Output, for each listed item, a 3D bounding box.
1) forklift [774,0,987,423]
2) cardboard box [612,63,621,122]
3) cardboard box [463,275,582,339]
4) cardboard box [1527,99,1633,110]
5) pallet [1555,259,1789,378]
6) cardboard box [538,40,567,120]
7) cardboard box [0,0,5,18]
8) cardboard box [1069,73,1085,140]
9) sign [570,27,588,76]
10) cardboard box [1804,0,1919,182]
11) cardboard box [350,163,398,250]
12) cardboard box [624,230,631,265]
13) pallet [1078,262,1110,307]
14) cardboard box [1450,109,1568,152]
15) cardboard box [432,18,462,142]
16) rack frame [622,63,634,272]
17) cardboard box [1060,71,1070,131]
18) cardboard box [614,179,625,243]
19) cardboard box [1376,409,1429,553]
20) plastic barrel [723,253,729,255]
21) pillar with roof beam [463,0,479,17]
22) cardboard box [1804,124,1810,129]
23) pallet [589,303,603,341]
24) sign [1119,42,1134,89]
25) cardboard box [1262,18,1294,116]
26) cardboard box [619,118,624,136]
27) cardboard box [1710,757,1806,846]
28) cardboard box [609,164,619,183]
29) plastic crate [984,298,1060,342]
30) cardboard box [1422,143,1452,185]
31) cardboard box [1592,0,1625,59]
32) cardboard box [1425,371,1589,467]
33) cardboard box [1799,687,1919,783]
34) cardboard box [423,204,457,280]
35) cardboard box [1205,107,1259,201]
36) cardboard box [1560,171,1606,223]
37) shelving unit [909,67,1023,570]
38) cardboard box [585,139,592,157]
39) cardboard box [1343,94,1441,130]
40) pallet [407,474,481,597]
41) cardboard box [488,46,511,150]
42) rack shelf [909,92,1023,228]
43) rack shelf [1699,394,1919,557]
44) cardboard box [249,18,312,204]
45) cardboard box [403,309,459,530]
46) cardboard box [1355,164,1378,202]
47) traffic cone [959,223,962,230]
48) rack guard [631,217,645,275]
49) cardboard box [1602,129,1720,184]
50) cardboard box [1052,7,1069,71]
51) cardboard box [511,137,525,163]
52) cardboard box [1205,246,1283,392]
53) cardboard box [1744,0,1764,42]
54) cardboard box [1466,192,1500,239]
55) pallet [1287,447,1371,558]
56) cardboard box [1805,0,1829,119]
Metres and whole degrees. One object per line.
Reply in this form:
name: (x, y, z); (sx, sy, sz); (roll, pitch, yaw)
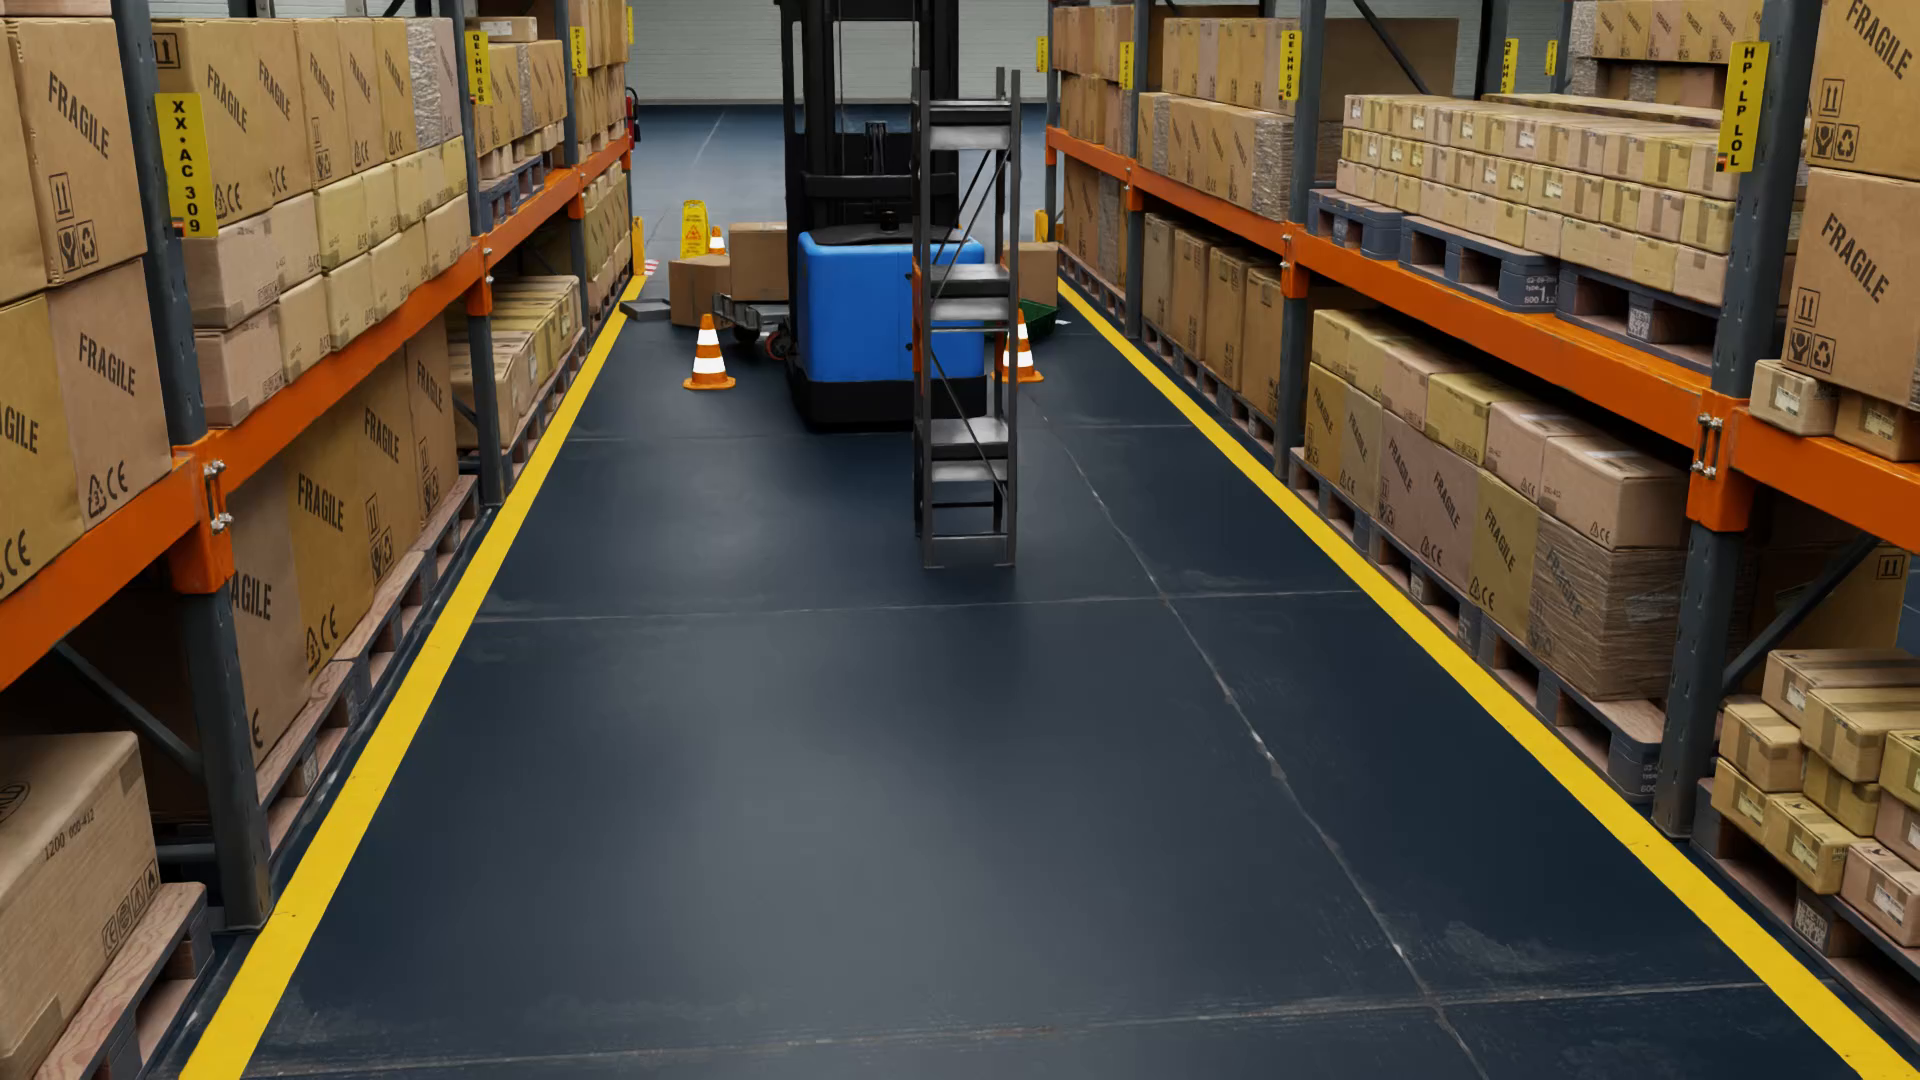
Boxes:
forklift: (-0.592, -2.471, 10.655); (1.130, 2.935, 3.031); (-3, 18, -9)
cardboard box: (-3.204, -3.861, 14.304); (0.500, 0.500, 0.500); (-2, 18, -6)
cardboard box: (-3.112, -1.573, 11.365); (0.950, 0.372, 0.625); (-2, 17, -5)
cardboard box: (2.714, -1.853, 7.297); (0.380, 0.149, 0.250); (-1, 17, -4)
pallet: (2.636, -0.723, 5.291); (1.003, 0.211, 1.213); (-2, 18, -6)
cardboard box: (-2.893, -3.042, 10.993); (0.500, 0.500, 0.500); (-2, 18, -7)
cardboard box: (-2.076, -1.069, 3.156); (0.380, 0.149, 0.250); (-1, 17, -4)
cardboard box: (1.427, -3.786, 14.477); (0.875, 0.550, 0.550); (-2, 18, -6)
sign: (-2.617, -3.353, 11.416); (0.100, 0.325, 0.005); (-2, 18, -6)
cardboard box: (2.374, -1.107, 3.861); (0.500, 0.500, 0.500); (-1, 17, -4)
cardboard box: (-2.270, -1.162, 5.786); (0.500, 0.250, 0.500); (-2, 18, -7)
cardboard box: (-3.228, -2.623, 14.913); (0.500, 0.250, 0.500); (-2, 18, -6)
pallet: (1.615, -2.228, 14.422); (1.003, 0.211, 1.213); (-2, 18, -6)
cardboard box: (2.149, -1.603, 6.499); (0.380, 0.149, 0.250); (-1, 17, -4)
cardboard box: (-2.442, -1.969, 7.106); (0.500, 0.500, 0.500); (-2, 18, -7)
rack frame: (-3.581, -3.974, 15.328); (1.000, 3.000, 0.127); (-2, 18, -6)
cardboard box: (1.374, -4.910, 15.125); (1.002, 2.307, 0.870); (-2, 18, -6)
cardboard box: (-3.182, -2.834, 14.335); (0.500, 0.500, 0.500); (-1, 17, -4)
cardboard box: (2.089, -0.260, 6.970); (0.500, 0.500, 0.500); (-2, 18, -7)
plastic barrel: (-1.862, -2.176, 13.902); (0.512, 0.421, 0.421); (11, 21, 32)
pillar with roof beam: (-8.155, -15.518, 42.081); (9.100, 9.000, 0.400); (-2, 18, -6)
cardboard box: (2.905, -1.312, 5.572); (0.380, 0.149, 0.250); (-2, 18, -6)
pallet: (-3.273, -1.651, 12.583); (1.003, 0.211, 1.213); (-2, 18, -6)
sign: (1.193, -3.399, 11.917); (0.100, 0.325, 0.005); (-2, 18, -6)
cardboard box: (2.067, -2.583, 9.061); (0.700, 0.500, 0.500); (-2, 18, -6)
cardboard box: (-3.193, -3.677, 14.802); (0.380, 0.149, 0.250); (-2, 18, -6)
cardboard box: (2.288, 0.696, 4.510); (0.380, 0.149, 0.250); (-3, 18, -8)
cardboard box: (-3.112, -3.117, 14.152); (0.380, 0.149, 0.250); (-1, 17, -5)
plastic crate: (0.424, -1.662, 12.563); (0.450, 0.188, 0.662); (18, 23, 19)
cardboard box: (2.119, -1.536, 6.784); (0.380, 0.149, 0.250); (-2, 18, -6)
cardboard box: (6.106, -4.625, 15.070); (0.500, 0.500, 0.500); (-2, 18, -6)
cardboard box: (2.133, -0.472, 6.393); (0.500, 0.250, 0.500); (-3, 18, -8)
cardboard box: (2.369, 0.487, 4.183); (0.380, 0.149, 0.250); (-1, 17, -3)
cardboard box: (-2.377, -1.225, 6.820); (0.500, 0.250, 0.500); (-1, 17, -5)
cardboard box: (1.742, -2.245, 9.653); (0.500, 0.500, 0.500); (-2, 18, -7)
cardboard box: (2.249, -1.151, 5.556); (0.380, 0.149, 0.250); (-2, 18, -7)
shelving unit: (0.017, -0.952, 7.205); (0.431, 2.100, 0.503); (-2, 18, -6)
cardboard box: (-3.008, -2.993, 12.622); (0.380, 0.149, 0.250); (-1, 17, -4)
cardboard box: (2.013, -1.993, 7.742); (0.380, 0.149, 0.250); (-2, 18, -6)
pallet: (-2.750, -0.023, 7.398); (1.003, 0.211, 1.213); (-2, 18, -6)
cardboard box: (-2.633, -2.277, 8.557); (0.500, 0.500, 0.500); (-1, 17, -3)
rack shelf: (0.017, -1.607, 7.000); (0.431, 0.518, 0.480); (-2, 18, -6)
rack shelf: (2.776, 0.357, 2.732); (1.077, 0.370, 4.000); (-2, 18, -6)
cardboard box: (-2.183, -1.214, 4.701); (0.500, 0.500, 0.500); (-2, 18, -6)
cardboard box: (-2.767, -0.569, 7.327); (0.875, 0.875, 0.875); (-2, 18, -6)
cardboard box: (2.030, -1.635, 7.594); (0.380, 0.149, 0.250); (-1, 17, -3)
traffic cone: (-0.026, -2.745, 15.647); (0.336, 0.463, 0.334); (-2, 18, -6)
rack guard: (-3.573, -2.759, 15.630); (1.175, 0.500, 0.348); (-2, 18, -6)
cardboard box: (2.281, -1.217, 5.270); (0.380, 0.149, 0.250); (-2, 18, -7)
cardboard box: (1.332, -4.632, 15.370); (0.875, 0.550, 0.550); (-2, 18, -6)
cardboard box: (-2.723, -2.257, 9.576); (0.380, 0.149, 0.250); (-1, 17, -4)
cardboard box: (2.090, -1.345, 10.009); (1.050, 0.750, 0.750); (-2, 17, -5)
cardboard box: (6.368, -3.881, 12.697); (0.500, 0.500, 0.500); (-2, 18, -6)
cardboard box: (2.167, -1.242, 6.344); (0.380, 0.149, 0.250); (-2, 18, -7)
pallet: (2.236, -0.210, 7.995); (1.003, 0.211, 1.213); (-2, 18, -6)
cardboard box: (6.631, -3.334, 11.586); (1.000, 1.000, 1.000); (-2, 18, -5)
